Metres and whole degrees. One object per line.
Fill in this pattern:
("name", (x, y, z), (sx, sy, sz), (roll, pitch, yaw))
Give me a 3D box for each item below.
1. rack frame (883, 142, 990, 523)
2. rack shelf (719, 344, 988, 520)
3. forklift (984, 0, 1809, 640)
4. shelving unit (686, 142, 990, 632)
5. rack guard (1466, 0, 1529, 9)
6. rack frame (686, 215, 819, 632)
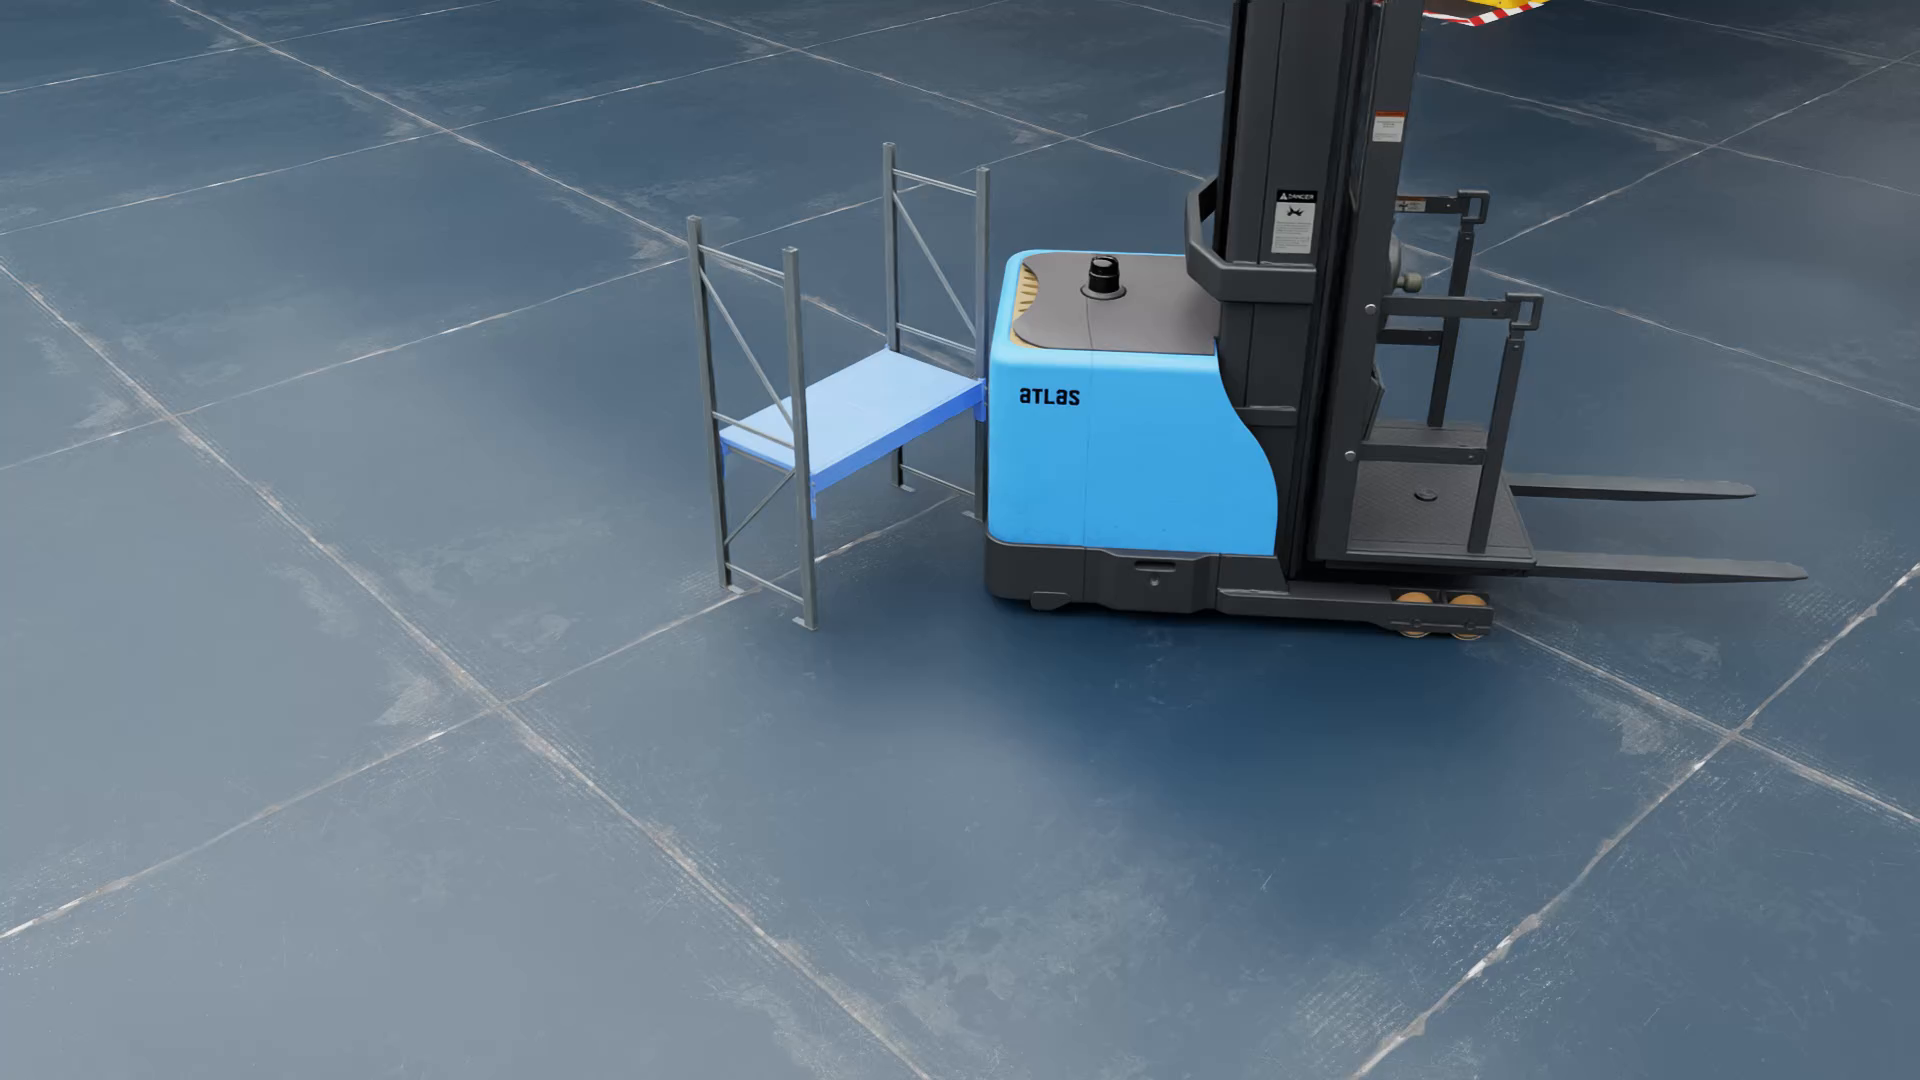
("rack frame", (-0.092, -0.797, 6.615), (0.500, 1.500, 0.032), (23, 38, 32))
("rack shelf", (-0.411, -0.437, 6.372), (0.538, 0.185, 1.000), (23, 38, 32))
("forklift", (1.640, -1.171, 5.856), (3.031, 2.935, 1.130), (3, 32, 5))
("shelving unit", (-0.411, -0.590, 6.278), (0.538, 1.500, 1.048), (23, 38, 32))
("rack guard", (4.388, -4.995, 14.440), (0.348, 0.500, 1.175), (-26, 40, -35))
("rack frame", (-0.731, -0.384, 5.941), (0.500, 1.500, 0.032), (23, 38, 32))
